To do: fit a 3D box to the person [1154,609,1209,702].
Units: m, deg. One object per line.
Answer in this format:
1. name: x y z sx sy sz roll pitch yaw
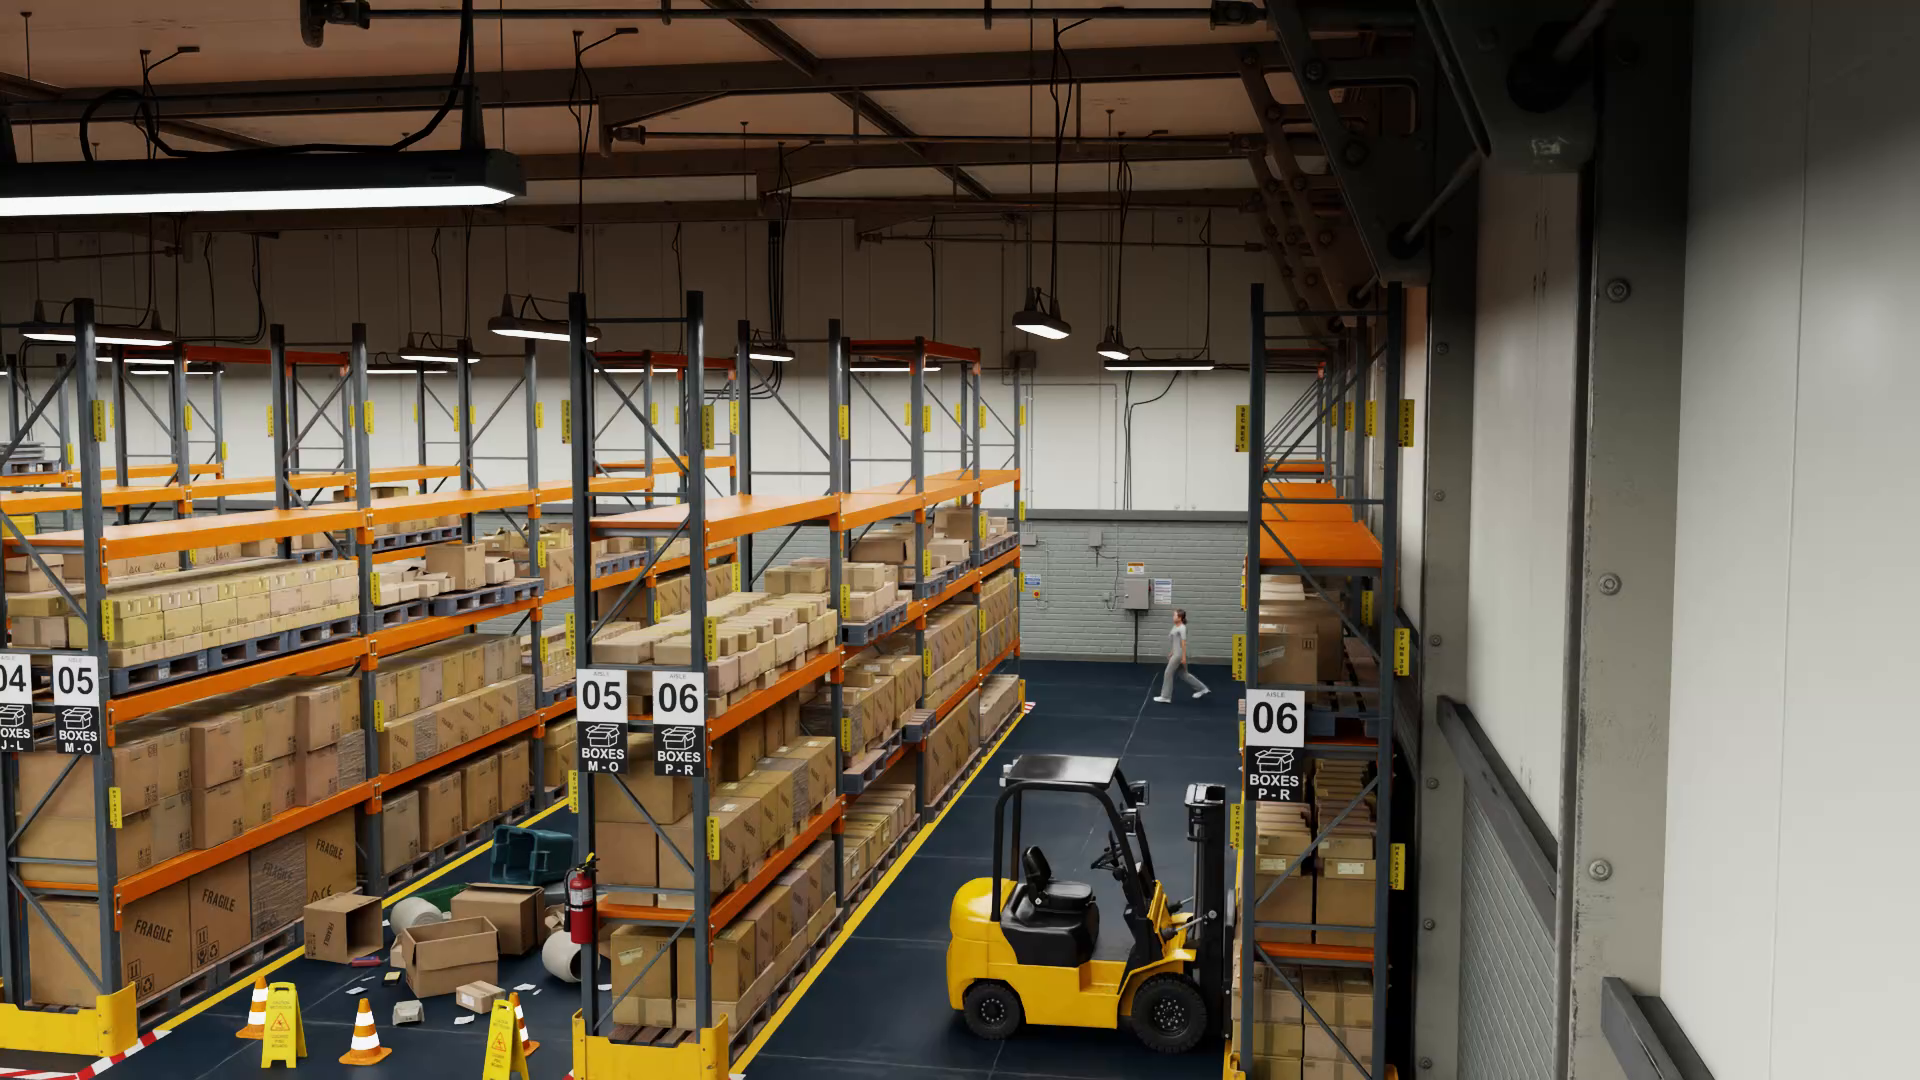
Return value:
1. person: 3.863 2.012 28.967 0.967 1.634 0.435 0 5 6
